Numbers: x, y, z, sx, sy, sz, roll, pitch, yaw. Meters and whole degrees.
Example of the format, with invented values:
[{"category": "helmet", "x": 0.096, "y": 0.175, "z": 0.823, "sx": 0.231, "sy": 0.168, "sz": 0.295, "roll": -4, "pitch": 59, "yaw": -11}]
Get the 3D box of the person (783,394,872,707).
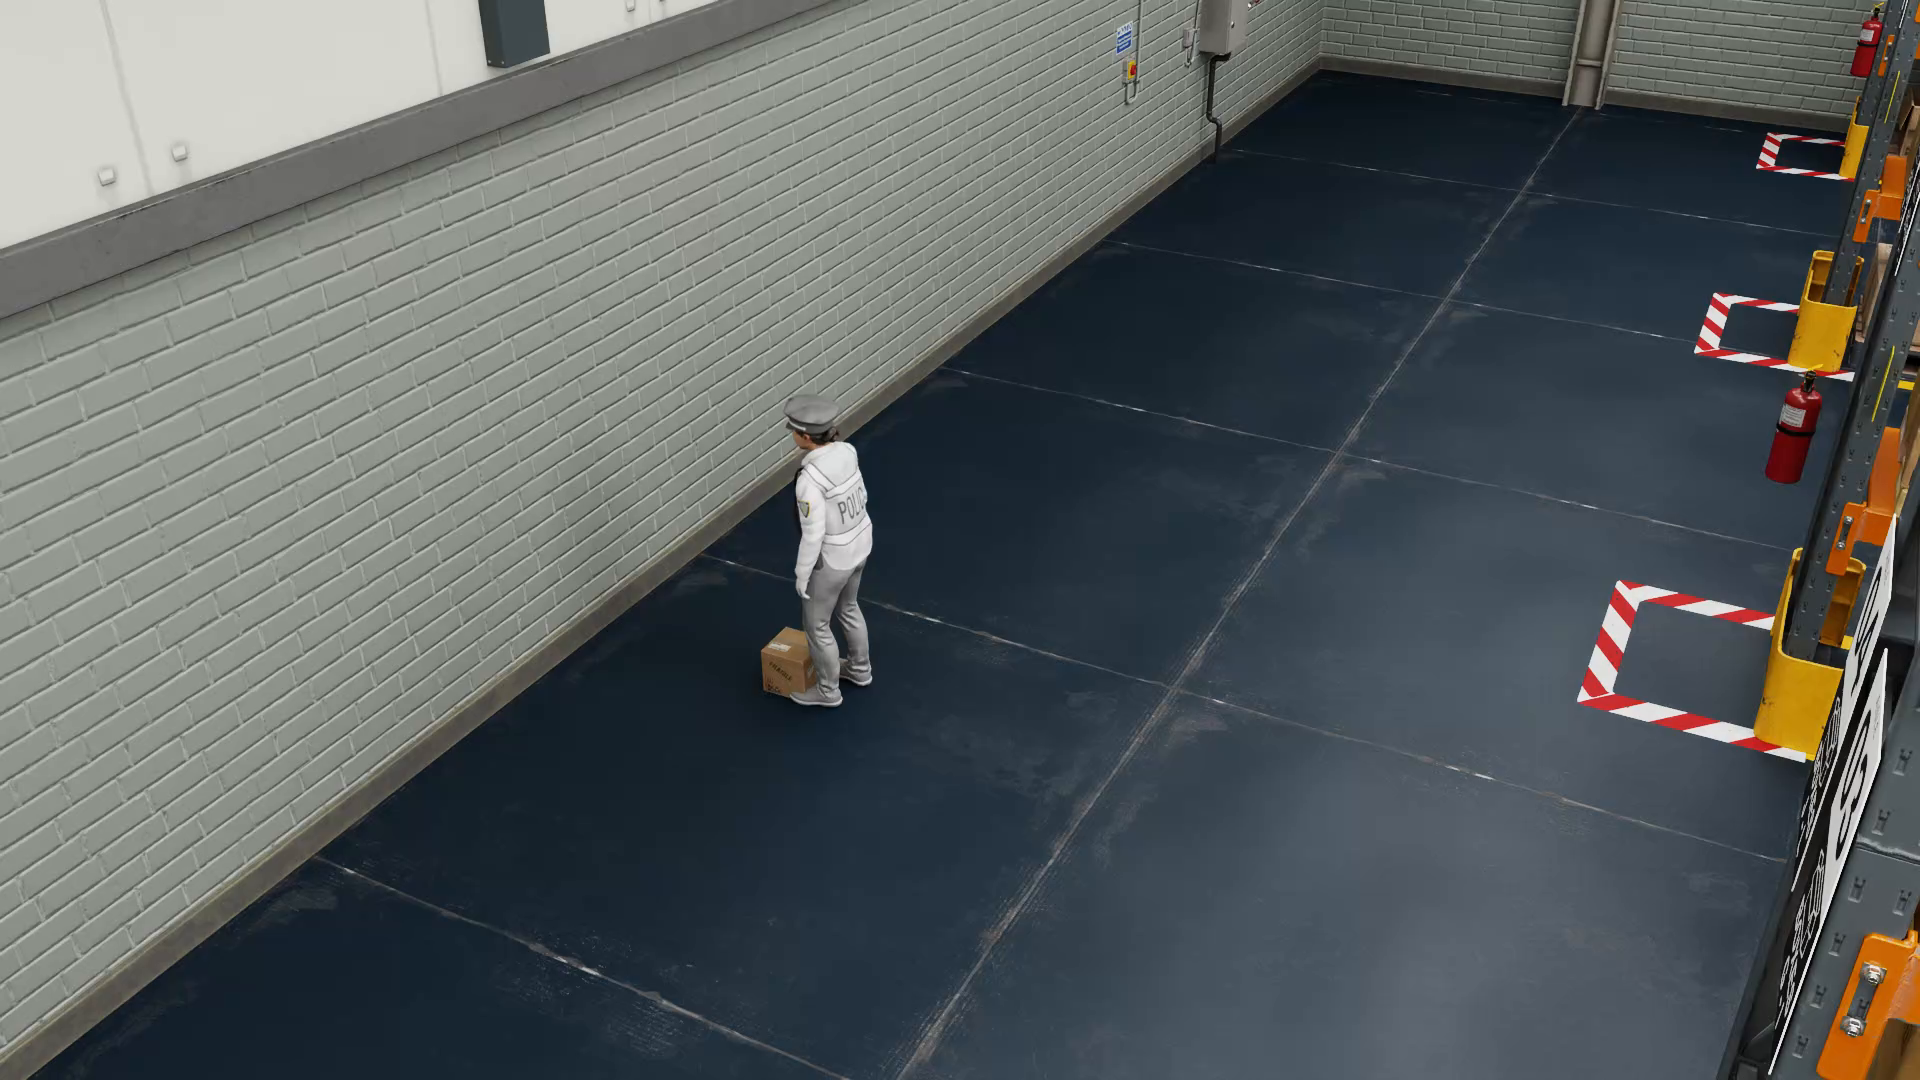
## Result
[{"category": "person", "x": -0.648, "y": 0.079, "z": 8.145, "sx": 0.404, "sy": 1.663, "sz": 0.530, "roll": 14, "pitch": 33, "yaw": 23}]
